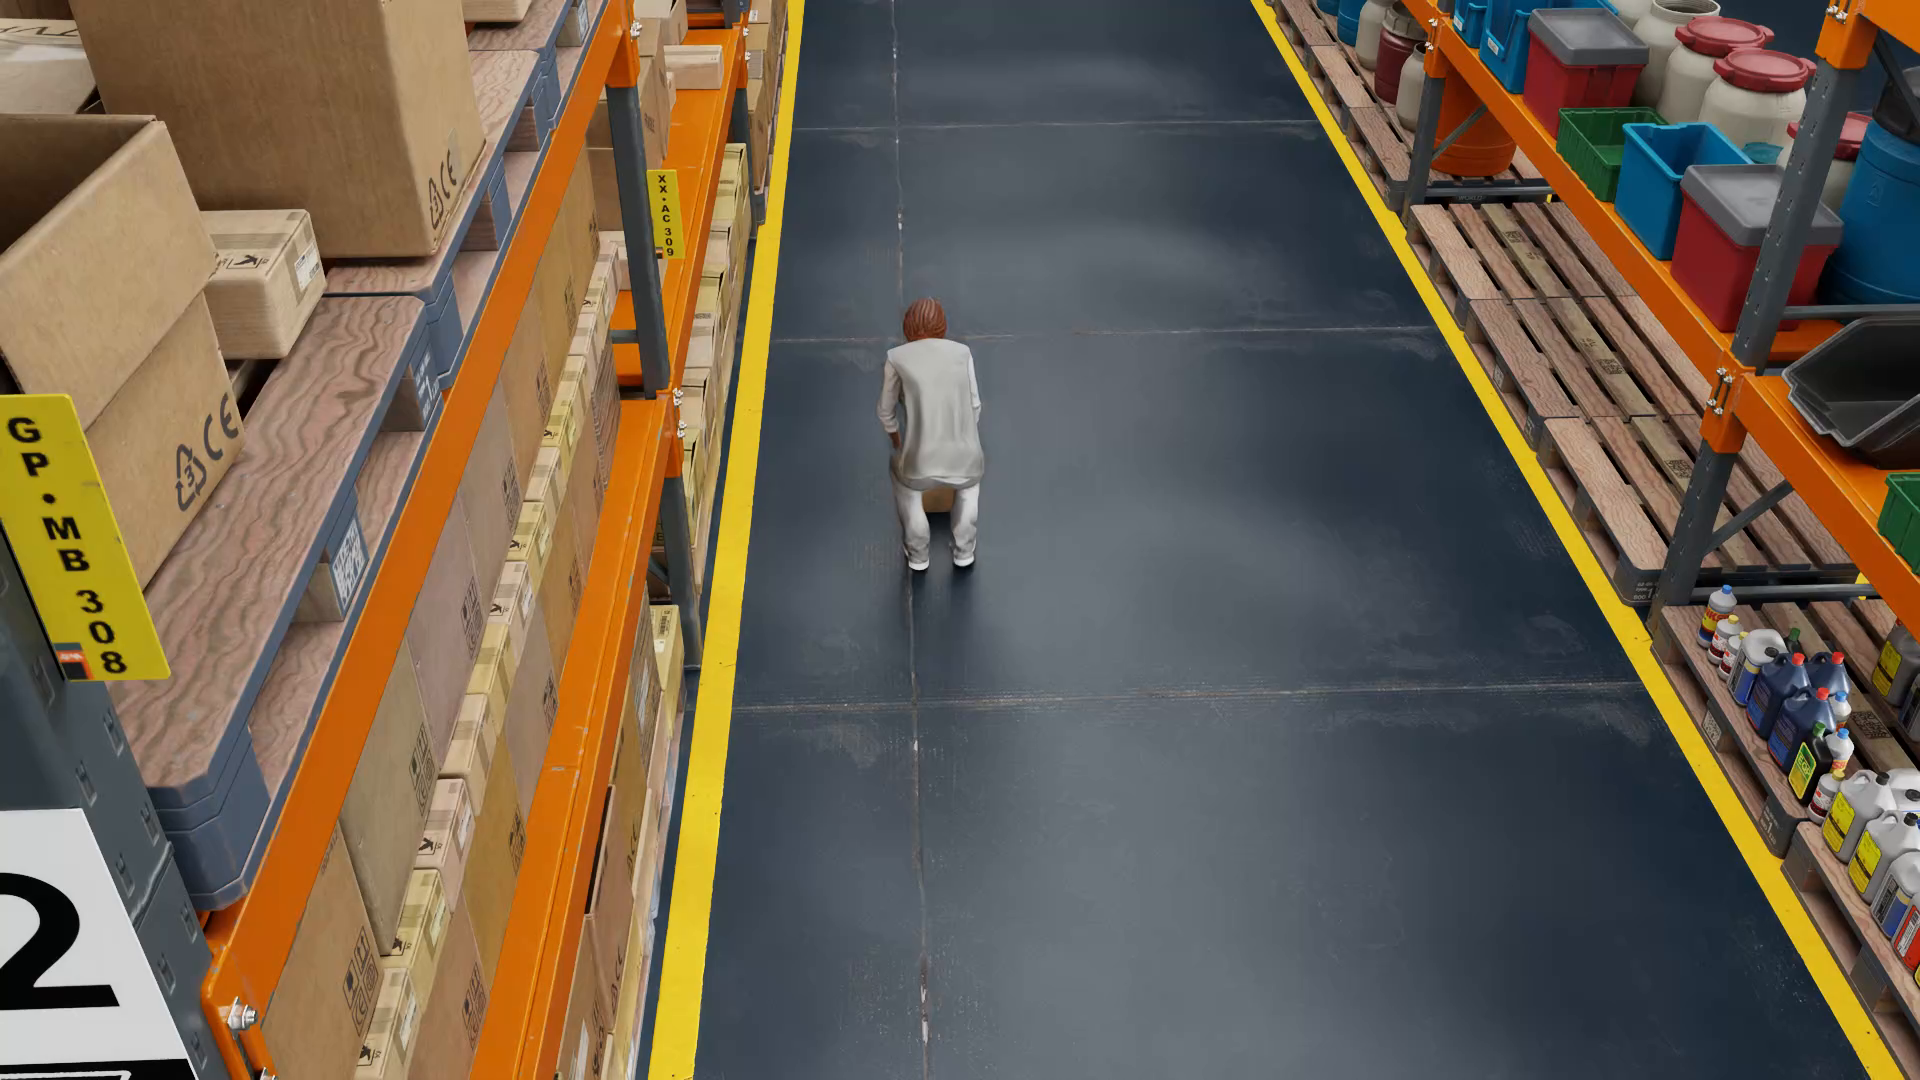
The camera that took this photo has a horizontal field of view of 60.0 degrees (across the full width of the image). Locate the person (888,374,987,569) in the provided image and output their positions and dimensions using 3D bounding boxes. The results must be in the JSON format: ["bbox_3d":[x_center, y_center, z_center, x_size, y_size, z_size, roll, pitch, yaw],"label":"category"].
[{"bbox_3d":[-0.103,-0.322,7.316,0.428,0.798,0.866,-3,36,-4],"label":"person"}]
